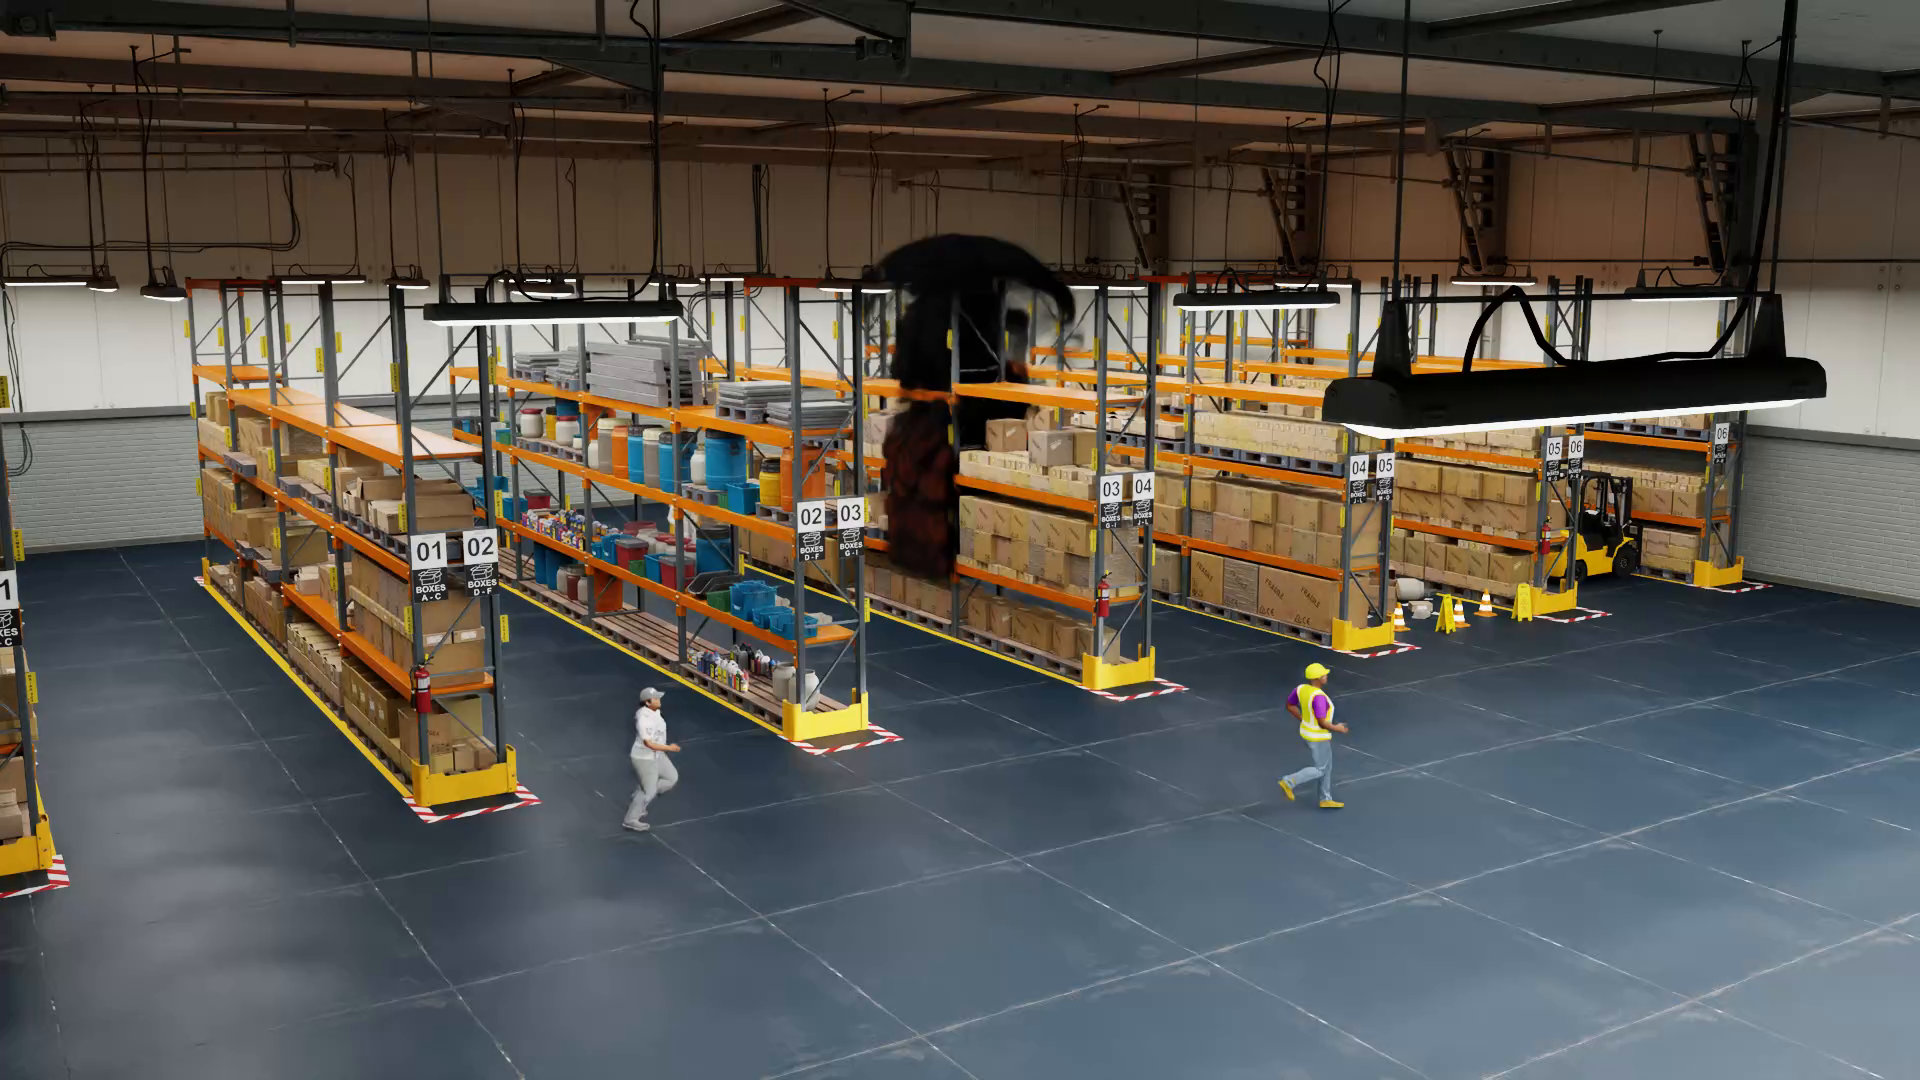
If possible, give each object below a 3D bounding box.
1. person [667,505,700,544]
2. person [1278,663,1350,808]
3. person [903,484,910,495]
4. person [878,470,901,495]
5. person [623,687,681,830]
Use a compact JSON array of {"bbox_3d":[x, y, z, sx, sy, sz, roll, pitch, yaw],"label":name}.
[{"bbox_3d":[-5.338,-0.180,32.300,0.708,1.679,0.789,-9,13,-43],"label":"person"},{"bbox_3d":[4.076,2.281,19.233,0.855,1.752,0.706,-2,10,-12],"label":"person"},{"bbox_3d":[-1.551,-1.601,42.094,0.900,1.775,0.694,2,10,12],"label":"person"},{"bbox_3d":[-1.600,-0.792,37.377,0.666,1.796,0.970,-6,11,-32],"label":"person"},{"bbox_3d":[-3.456,2.433,18.681,0.678,1.625,0.634,0,10,0],"label":"person"}]
